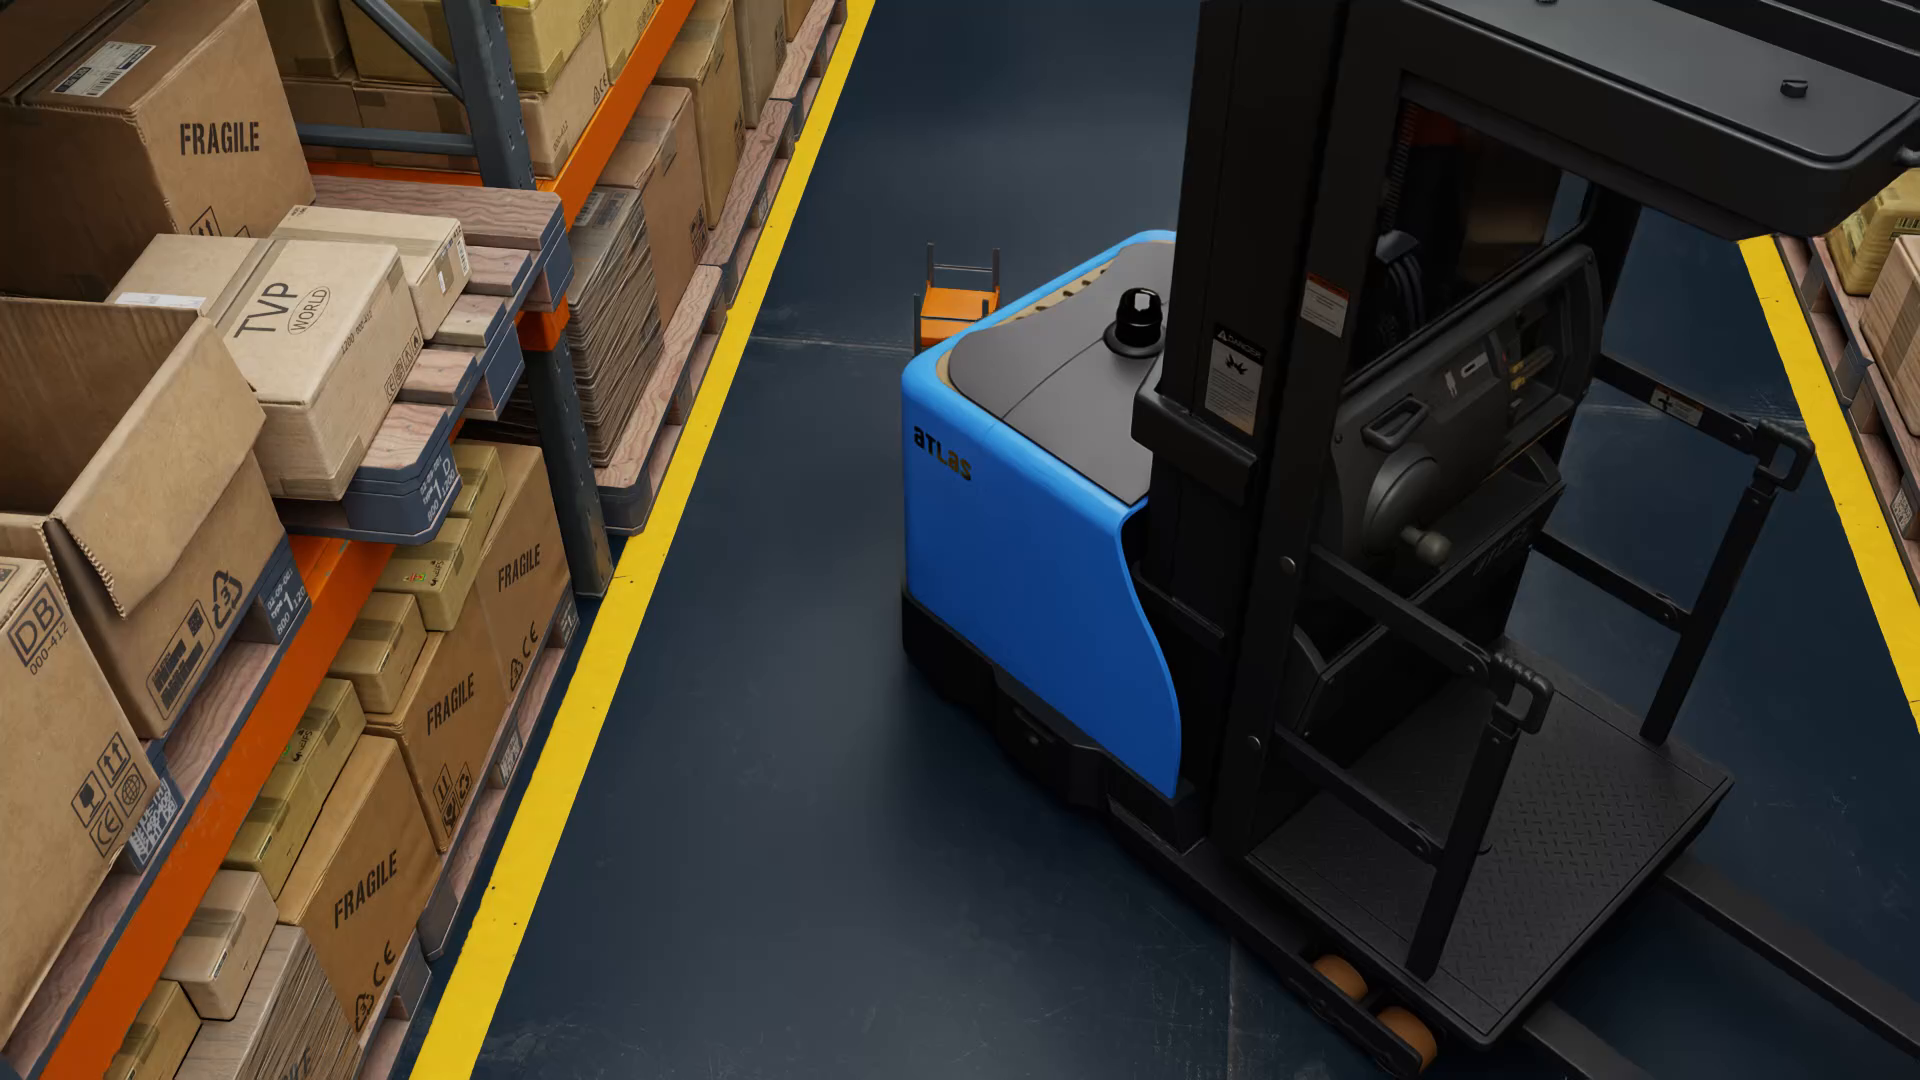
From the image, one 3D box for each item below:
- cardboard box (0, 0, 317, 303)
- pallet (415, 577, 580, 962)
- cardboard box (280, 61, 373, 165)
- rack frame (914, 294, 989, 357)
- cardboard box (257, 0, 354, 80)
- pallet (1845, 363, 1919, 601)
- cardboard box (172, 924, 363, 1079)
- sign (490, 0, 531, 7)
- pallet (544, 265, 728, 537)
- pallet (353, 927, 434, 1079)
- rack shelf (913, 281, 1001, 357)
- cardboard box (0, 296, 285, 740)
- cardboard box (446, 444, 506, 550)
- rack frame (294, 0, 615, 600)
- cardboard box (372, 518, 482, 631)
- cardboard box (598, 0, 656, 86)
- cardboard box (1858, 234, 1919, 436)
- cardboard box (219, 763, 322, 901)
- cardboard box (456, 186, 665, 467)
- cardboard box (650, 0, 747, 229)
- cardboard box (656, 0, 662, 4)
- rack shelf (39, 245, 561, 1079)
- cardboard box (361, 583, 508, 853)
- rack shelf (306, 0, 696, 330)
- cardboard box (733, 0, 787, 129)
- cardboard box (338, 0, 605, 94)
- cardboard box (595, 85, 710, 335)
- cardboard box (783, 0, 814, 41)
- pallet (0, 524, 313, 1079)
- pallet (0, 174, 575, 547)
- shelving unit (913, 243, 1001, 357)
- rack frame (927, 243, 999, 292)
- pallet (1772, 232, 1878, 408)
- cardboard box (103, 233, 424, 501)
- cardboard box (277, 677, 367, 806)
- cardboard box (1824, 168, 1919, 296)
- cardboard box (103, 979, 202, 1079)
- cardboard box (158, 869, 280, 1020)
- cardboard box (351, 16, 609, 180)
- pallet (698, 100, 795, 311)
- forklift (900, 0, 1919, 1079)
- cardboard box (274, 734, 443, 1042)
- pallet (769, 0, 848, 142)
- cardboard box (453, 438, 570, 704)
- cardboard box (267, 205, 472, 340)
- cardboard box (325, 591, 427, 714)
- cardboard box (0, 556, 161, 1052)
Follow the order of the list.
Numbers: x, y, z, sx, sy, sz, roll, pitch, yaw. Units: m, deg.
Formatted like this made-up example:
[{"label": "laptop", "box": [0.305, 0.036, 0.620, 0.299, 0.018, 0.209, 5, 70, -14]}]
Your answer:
[{"label": "cardboard box", "box": [-1.795, -0.847, 3.585, 0.500, 0.500, 0.500, 7, 44, 7]}, {"label": "pallet", "box": [-1.709, 0.523, 4.544, 1.003, 0.211, 1.213, 5, 44, 6]}, {"label": "cardboard box", "box": [-1.767, -1.270, 4.519, 0.500, 0.250, 0.500, 4, 44, 5]}, {"label": "rack frame", "box": [-0.023, -0.262, 4.763, 0.200, 1.050, 0.008, 5, 44, 6]}, {"label": "cardboard box", "box": [-1.788, -1.453, 4.349, 0.500, 0.250, 0.500, 6, 44, 6]}, {"label": "pallet", "box": [3.453, -0.066, 5.166, 1.003, 0.211, 1.213, 5, 44, 6]}, {"label": "cardboard box", "box": [-1.609, 1.121, 3.397, 0.500, 0.500, 0.500, 4, 44, 4]}, {"label": "sign", "box": [-1.033, -1.344, 3.703, 0.100, 0.325, 0.005, 5, 44, 6]}, {"label": "pallet", "box": [-1.425, -0.540, 5.667, 1.003, 0.211, 1.213, 5, 44, 6]}, {"label": "pallet", "box": [-1.872, 1.352, 3.668, 1.003, 0.211, 1.213, 5, 44, 6]}, {"label": "rack shelf", "box": [-0.007, -0.543, 4.663, 0.215, 0.259, 0.240, 5, 44, 6]}, {"label": "cardboard box", "box": [-1.605, -0.056, 2.746, 0.797, 0.503, 0.637, 4, 44, 5]}, {"label": "cardboard box", "box": [-1.387, -0.116, 4.231, 0.380, 0.149, 0.250, 3, 44, 3]}, {"label": "rack frame", "box": [-1.572, -0.995, 4.119, 1.000, 3.000, 0.127, 5, 44, 6]}, {"label": "cardboard box", "box": [-1.392, 0.073, 4.032, 0.380, 0.149, 0.250, 3, 44, 3]}, {"label": "cardboard box", "box": [-1.200, -1.563, 4.828, 0.500, 0.250, 0.500, 4, 44, 5]}, {"label": "cardboard box", "box": [3.522, -0.632, 5.342, 0.950, 0.372, 0.625, 4, 44, 5]}, {"label": "cardboard box", "box": [-1.583, 0.595, 3.481, 0.380, 0.149, 0.250, 5, 44, 5]}, {"label": "cardboard box", "box": [-1.476, -0.709, 5.239, 0.875, 0.625, 0.625, 7, 44, 7]}, {"label": "cardboard box", "box": [-1.309, -1.614, 6.194, 0.875, 0.625, 0.625, 4, 44, 4]}, {"label": "cardboard box", "box": [-1.139, -1.915, 5.199, 0.500, 0.250, 0.500, 4, 44, 4]}, {"label": "rack shelf", "box": [-1.837, 0.629, 2.927, 1.077, 0.370, 4.000, 5, 44, 6]}, {"label": "cardboard box", "box": [-1.492, 0.408, 4.150, 0.500, 0.500, 0.500, 5, 44, 5]}, {"label": "rack shelf", "box": [-1.308, -2.097, 5.806, 1.077, 0.370, 4.000, 5, 44, 6]}, {"label": "cardboard box", "box": [-1.212, -2.126, 6.736, 0.875, 0.625, 0.625, 5, 44, 5]}, {"label": "cardboard box", "box": [-1.247, -1.400, 4.292, 0.500, 0.250, 0.500, 5, 44, 5]}, {"label": "cardboard box", "box": [-1.398, -1.155, 5.710, 0.875, 0.625, 0.625, 7, 44, 7]}, {"label": "cardboard box", "box": [-1.101, -2.655, 7.294, 0.875, 0.625, 0.625, 7, 44, 7]}, {"label": "pallet", "box": [-1.825, 0.401, 2.785, 1.003, 0.211, 1.213, 5, 44, 6]}, {"label": "pallet", "box": [-1.592, -0.457, 3.690, 1.213, 0.211, 1.003, 5, 44, 6]}, {"label": "shelving unit", "box": [-0.007, -0.345, 4.851, 0.215, 1.050, 0.252, 5, 44, 6]}, {"label": "rack frame", "box": [0.009, -0.428, 4.938, 0.200, 1.050, 0.008, 5, 44, 6]}, {"label": "pallet", "box": [3.617, -0.895, 6.042, 1.003, 0.211, 1.213, 5, 44, 6]}, {"label": "cardboard box", "box": [-1.391, -0.344, 3.236, 0.500, 0.250, 0.500, 3, 44, 4]}, {"label": "cardboard box", "box": [-1.550, 0.424, 3.661, 0.380, 0.149, 0.250, 6, 44, 7]}, {"label": "cardboard box", "box": [3.628, -1.149, 5.887, 0.950, 0.372, 0.625, 7, 44, 7]}, {"label": "cardboard box", "box": [-1.673, 0.948, 3.108, 0.380, 0.149, 0.250, 5, 44, 6]}, {"label": "cardboard box", "box": [-1.590, 0.786, 3.280, 0.380, 0.149, 0.250, 3, 44, 4]}, {"label": "cardboard box", "box": [-1.272, -1.221, 4.467, 0.500, 0.250, 0.500, 5, 44, 6]}, {"label": "pallet", "box": [-1.261, -1.369, 6.542, 1.003, 0.211, 1.213, 5, 44, 6]}, {"label": "forklift", "box": [1.205, -0.206, 3.335, 1.130, 2.935, 3.031, -33, 52, -30]}, {"label": "cardboard box", "box": [-1.558, 0.765, 3.773, 0.500, 0.500, 0.500, 7, 44, 7]}, {"label": "pallet", "box": [-1.102, -2.203, 7.423, 1.003, 0.211, 1.213, 5, 44, 6]}, {"label": "cardboard box", "box": [-1.415, 0.068, 4.509, 0.500, 0.500, 0.500, 6, 44, 7]}, {"label": "cardboard box", "box": [-1.279, -0.574, 3.551, 0.380, 0.149, 0.250, 6, 44, 6]}, {"label": "cardboard box", "box": [-1.471, 0.249, 3.847, 0.380, 0.149, 0.250, 4, 44, 4]}, {"label": "cardboard box", "box": [-1.643, 0.345, 2.326, 0.700, 0.500, 0.500, 5, 44, 5]}]
